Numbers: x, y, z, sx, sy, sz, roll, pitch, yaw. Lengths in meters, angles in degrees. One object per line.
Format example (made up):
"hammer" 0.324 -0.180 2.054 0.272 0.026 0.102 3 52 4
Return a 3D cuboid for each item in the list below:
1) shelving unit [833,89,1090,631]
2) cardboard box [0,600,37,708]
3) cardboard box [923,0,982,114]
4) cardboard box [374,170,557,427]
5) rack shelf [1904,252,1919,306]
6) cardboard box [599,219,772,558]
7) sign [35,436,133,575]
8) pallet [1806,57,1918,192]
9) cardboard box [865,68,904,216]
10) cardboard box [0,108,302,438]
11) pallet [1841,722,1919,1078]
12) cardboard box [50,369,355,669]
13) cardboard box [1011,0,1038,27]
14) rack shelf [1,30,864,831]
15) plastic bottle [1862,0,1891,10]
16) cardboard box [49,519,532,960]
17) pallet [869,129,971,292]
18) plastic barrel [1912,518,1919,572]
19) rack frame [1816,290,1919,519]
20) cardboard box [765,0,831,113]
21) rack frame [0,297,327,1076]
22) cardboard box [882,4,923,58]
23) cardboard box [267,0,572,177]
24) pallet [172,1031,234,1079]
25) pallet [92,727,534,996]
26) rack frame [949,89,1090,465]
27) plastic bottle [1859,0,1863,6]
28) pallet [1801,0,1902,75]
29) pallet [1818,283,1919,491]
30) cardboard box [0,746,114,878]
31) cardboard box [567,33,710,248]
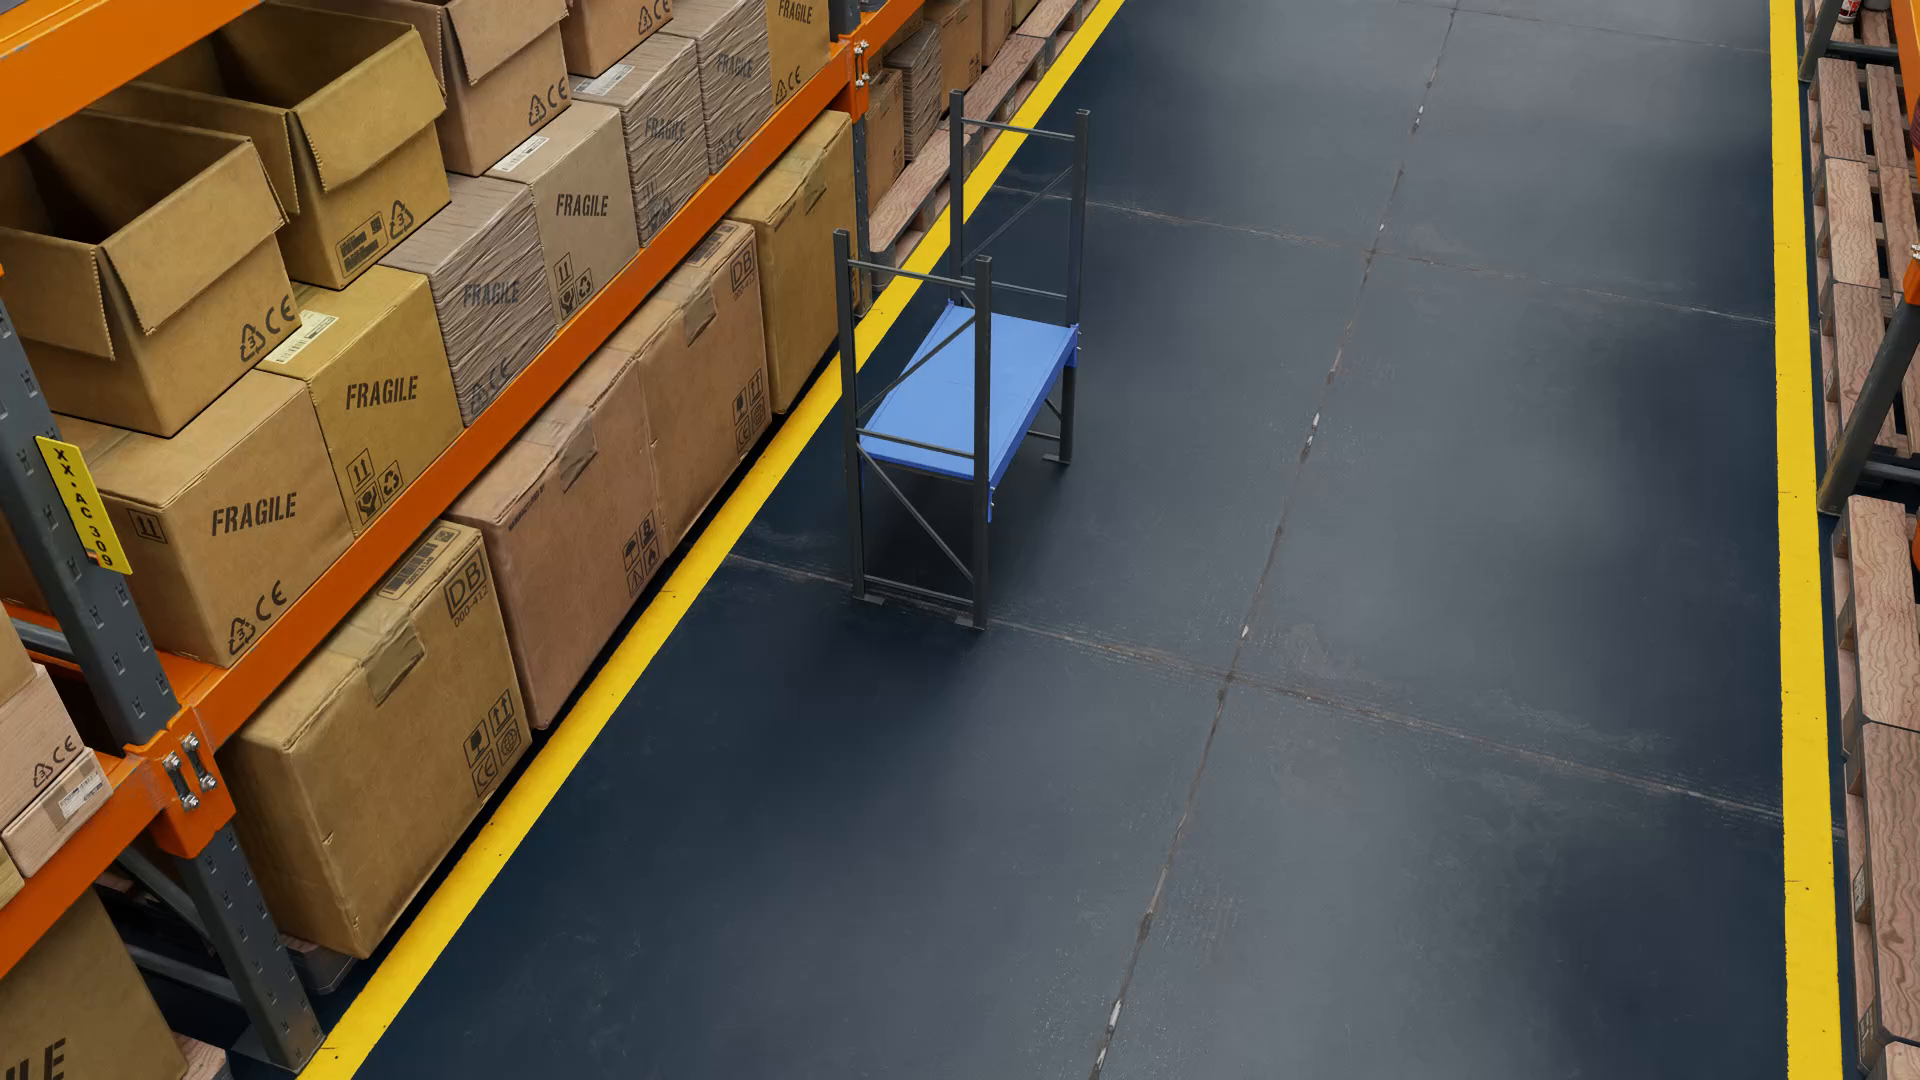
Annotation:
"shelving unit" 0.029 -0.623 5.824 0.538 1.500 1.048 13 42 15
"cardboard box" -2.157 0.171 3.047 0.500 0.500 0.500 14 43 16
"cardboard box" -0.308 -2.585 8.556 0.700 0.500 0.500 17 43 19
"cardboard box" -1.516 -0.702 4.685 0.500 0.500 0.500 12 42 14
"rack shelf" 3.087 0.326 4.111 1.077 0.370 4.000 13 42 15
"cardboard box" -1.451 -0.660 6.026 1.225 0.875 0.875 13 42 15
"sign" -1.729 -0.064 3.287 0.100 0.325 0.005 13 42 15
"pallet" 4.907 -2.059 8.501 1.003 0.211 1.213 13 42 15
"cardboard box" -0.673 -1.896 7.749 0.700 0.500 0.500 11 42 13
"cardboard box" -2.040 -0.638 3.837 0.797 0.503 0.637 12 42 14
"pallet" 3.122 1.125 4.769 1.003 0.211 1.213 13 42 15
"cardboard box" -1.859 -0.090 3.968 0.500 0.500 0.500 13 42 15
"cardboard box" 0.074 -3.267 9.355 0.700 0.500 0.500 13 42 15
"rack shelf" -1.567 -0.773 5.400 1.077 0.370 4.000 13 42 15
"plastic bottle" 5.224 -3.192 9.382 0.144 0.351 0.185 13 42 15
"cardboard box" -2.051 0.426 4.753 1.225 0.875 0.875 13 42 15
"pallet" -0.615 -1.682 8.059 1.003 0.211 1.213 13 42 15
"plastic barrel" 3.620 -0.200 5.521 0.600 0.830 0.708 13 42 15
"rack frame" 3.771 -1.168 5.308 1.000 3.000 0.127 13 42 15
"cardboard box" -0.819 -1.949 6.146 0.500 0.500 0.500 15 43 16
"rack frame" -2.251 0.173 3.736 1.000 3.000 0.127 13 42 15
"cardboard box" -0.511 -2.510 7.890 0.500 0.250 0.500 18 44 20
"cardboard box" -1.597 -1.437 4.773 0.797 0.503 0.637 15 43 16
"pallet" -2.585 1.680 4.118 1.003 0.211 1.213 13 42 15
"pallet" -2.058 0.746 5.213 1.003 0.211 1.213 13 42 15
"rack frame" 0.203 -0.933 6.188 0.500 1.500 0.032 13 42 15
"plastic bottle" 5.088 -3.224 9.419 0.144 0.351 0.185 12 42 14
"pallet" 5.408 -2.947 9.541 1.003 0.211 1.213 13 42 15
"pallet" 4.072 -0.571 6.756 1.003 0.211 1.213 13 42 15
"cardboard box" -2.048 0.527 3.515 0.380 0.149 0.250 14 42 15
"cardboard box" -1.170 -1.329 5.419 0.500 0.500 0.500 12 42 14
